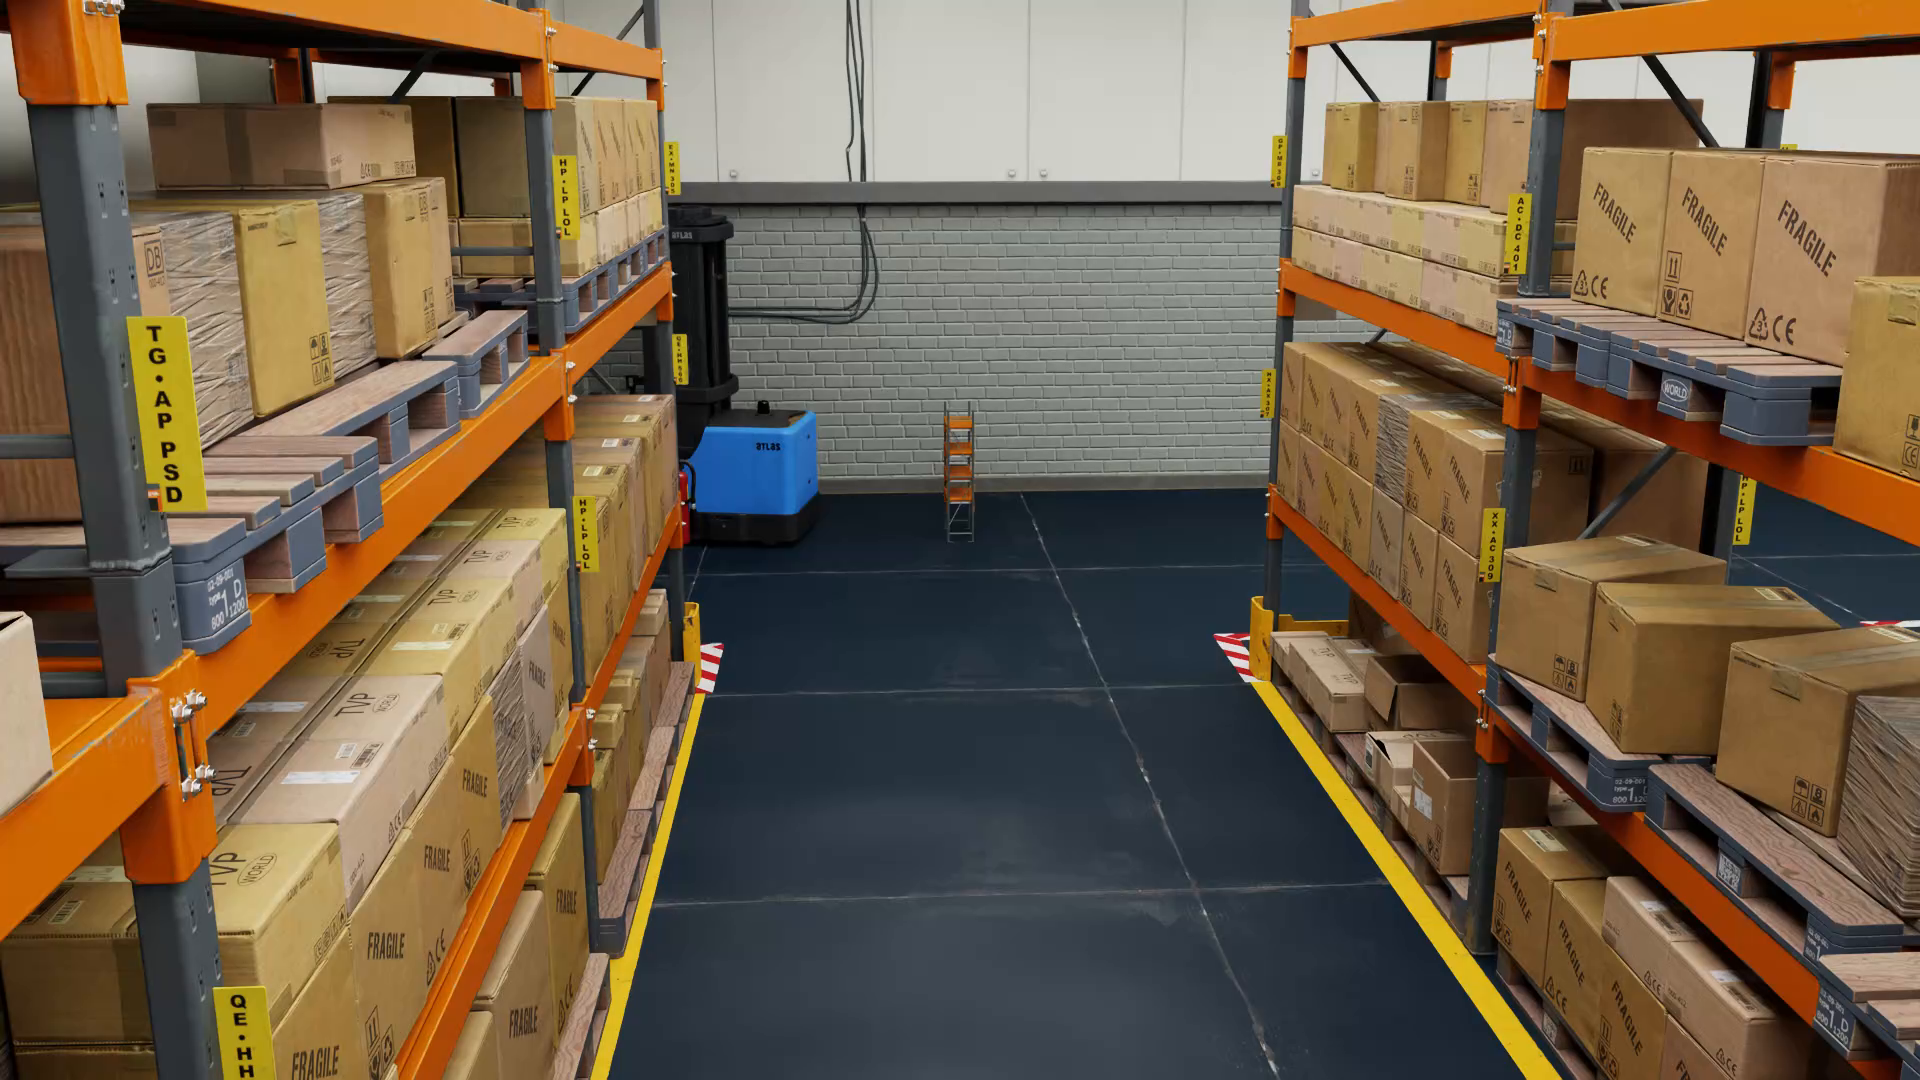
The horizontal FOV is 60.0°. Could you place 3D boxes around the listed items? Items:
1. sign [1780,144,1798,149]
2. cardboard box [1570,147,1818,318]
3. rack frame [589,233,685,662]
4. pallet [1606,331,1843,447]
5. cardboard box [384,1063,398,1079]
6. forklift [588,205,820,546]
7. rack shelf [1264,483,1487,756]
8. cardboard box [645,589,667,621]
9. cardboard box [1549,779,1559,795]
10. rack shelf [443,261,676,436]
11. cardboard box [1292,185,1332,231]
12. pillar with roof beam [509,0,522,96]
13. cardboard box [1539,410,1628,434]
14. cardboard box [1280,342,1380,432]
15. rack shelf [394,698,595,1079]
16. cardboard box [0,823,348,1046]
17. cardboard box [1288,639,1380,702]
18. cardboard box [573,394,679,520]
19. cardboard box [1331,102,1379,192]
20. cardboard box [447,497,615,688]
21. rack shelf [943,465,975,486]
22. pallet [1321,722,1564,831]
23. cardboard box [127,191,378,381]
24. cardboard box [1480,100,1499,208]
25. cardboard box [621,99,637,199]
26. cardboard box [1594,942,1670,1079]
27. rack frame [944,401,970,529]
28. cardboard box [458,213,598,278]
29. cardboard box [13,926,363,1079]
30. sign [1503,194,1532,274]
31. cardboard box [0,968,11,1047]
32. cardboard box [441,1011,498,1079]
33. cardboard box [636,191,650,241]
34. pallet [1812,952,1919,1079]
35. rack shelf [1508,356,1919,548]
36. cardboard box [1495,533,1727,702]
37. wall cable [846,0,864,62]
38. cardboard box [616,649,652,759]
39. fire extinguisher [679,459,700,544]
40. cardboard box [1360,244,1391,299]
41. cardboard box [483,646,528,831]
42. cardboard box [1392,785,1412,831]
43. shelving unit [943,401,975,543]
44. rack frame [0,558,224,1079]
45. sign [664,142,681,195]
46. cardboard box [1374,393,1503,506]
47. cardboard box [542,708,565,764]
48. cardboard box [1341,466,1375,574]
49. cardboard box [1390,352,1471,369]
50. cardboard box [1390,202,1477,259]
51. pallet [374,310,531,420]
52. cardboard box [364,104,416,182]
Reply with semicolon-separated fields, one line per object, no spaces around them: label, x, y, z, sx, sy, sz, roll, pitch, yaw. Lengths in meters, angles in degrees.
sign;3.394;-1.471;6.875;0.100;0.325;0.005;-1;14;-3
cardboard box;2.798;-1.194;6.383;0.600;0.600;0.600;-2;15;-9
rack frame;-2.351;-0.485;10.891;1.000;3.000;0.127;-1;14;-3
pallet;2.878;-0.508;5.338;1.213;0.211;1.003;-1;14;-3
cardboard box;-1.584;1.401;4.025;0.380;0.149;0.250;0;14;-2
forklift;-2.873;-1.513;15.023;3.031;2.935;1.130;2;15;8
rack shelf;2.716;0.284;9.348;1.077;0.370;4.000;-1;14;-3
cardboard box;-2.018;0.410;10.286;0.380;0.149;0.250;-1;14;-4
cardboard box;2.967;1.269;8.878;0.380;0.166;0.250;-1;14;-3
rack shelf;-2.228;-1.092;8.674;1.077;0.370;4.000;-1;14;-3
cardboard box;2.364;-2.053;10.262;0.500;0.250;0.500;-1;14;-3
pillar with roof beam;0.915;-4.115;12.960;9.100;9.000;0.400;-1;14;-3
cardboard box;3.059;-0.350;8.159;0.500;0.500;0.500;-1;14;-5
cardboard box;2.357;-0.980;10.610;0.500;0.500;0.500;0;14;-2
rack shelf;-1.980;1.356;5.181;1.077;0.370;4.000;-1;14;-3
cardboard box;-1.628;0.815;3.495;0.500;0.250;0.500;-1;14;-2
cardboard box;2.374;0.820;10.454;0.500;0.250;0.500;-1;14;-3
cardboard box;-2.310;-0.503;10.361;0.980;0.700;0.700;0;14;-1
cardboard box;2.587;-2.294;9.697;0.700;0.500;0.500;-1;14;-3
cardboard box;-2.121;0.230;7.513;0.980;0.700;0.700;-1;14;-3
rack shelf;-0.010;-0.557;15.054;0.258;0.148;0.480;-1;14;-3
pallet;2.720;1.308;9.519;1.003;0.211;1.213;-1;14;-3
cardboard box;-2.093;-0.721;4.704;0.700;0.500;0.500;-1;14;-3
cardboard box;2.883;-1.800;7.774;0.700;0.500;0.500;-1;14;-3
cardboard box;-1.973;-2.048;8.698;0.500;0.500;0.500;-2;15;-6
cardboard box;2.695;1.811;6.102;0.500;0.500;0.500;-1;14;-3
rack frame;-0.025;-0.683;15.273;0.240;1.200;0.015;-1;14;-3
cardboard box;-1.883;-1.298;7.289;0.500;0.250;0.500;-1;14;-4
cardboard box;-1.631;1.178;3.591;0.500;0.500;0.500;0;14;-2
sign;2.299;-1.260;6.847;0.100;0.325;0.005;-1;14;-3
cardboard box;-2.143;0.831;3.436;0.500;0.250;0.500;0;14;-2
cardboard box;-1.818;1.940;4.940;0.750;0.750;0.750;-1;14;-4
cardboard box;-2.008;-1.809;9.276;0.500;0.250;0.500;-1;14;-6
pallet;2.976;1.353;4.134;1.213;0.211;1.003;-1;14;-3
rack shelf;2.964;-0.174;5.108;1.077;0.370;4.000;-1;14;-3
cardboard box;2.646;0.302;6.789;0.700;0.500;0.500;-6;16;-22
wall cable;0.355;-5.786;15.552;3.097;2.526;0.112;-1;14;-3
cardboard box;-2.145;0.944;9.510;0.700;0.500;0.500;-1;14;-5
fire extinguisher;-1.900;-0.311;11.121;0.296;0.674;0.183;-1;14;-3
cardboard box;2.459;-1.437;8.875;0.500;0.250;0.500;-1;14;-3
cardboard box;-1.759;0.670;5.563;0.500;0.500;0.500;-1;14;-3
cardboard box;2.439;1.370;8.518;0.380;0.149;0.250;-1;14;-3
shelving unit;-0.010;-0.622;15.037;0.258;1.200;0.503;-1;14;-3
rack frame;-1.856;1.505;3.158;1.000;3.000;0.127;-1;14;-3
sign;-1.809;-2.333;10.436;0.100;0.325;0.005;-1;14;-3
cardboard box;2.485;-0.475;8.644;0.500;0.500;0.500;-1;14;-3
cardboard box;-1.761;0.764;6.501;0.380;0.149;0.250;-1;14;-2
cardboard box;2.452;-0.119;9.268;0.500;0.500;0.500;-1;14;-3
cardboard box;2.927;-0.863;10.153;0.500;0.500;0.500;0;14;-2
cardboard box;2.483;-1.555;8.329;0.500;0.250;0.500;-1;14;-3
pallet;-1.998;-0.623;5.791;0.805;0.209;1.217;-1;15;-6
cardboard box;-2.180;-1.347;5.632;0.500;0.250;0.500;0;14;1
